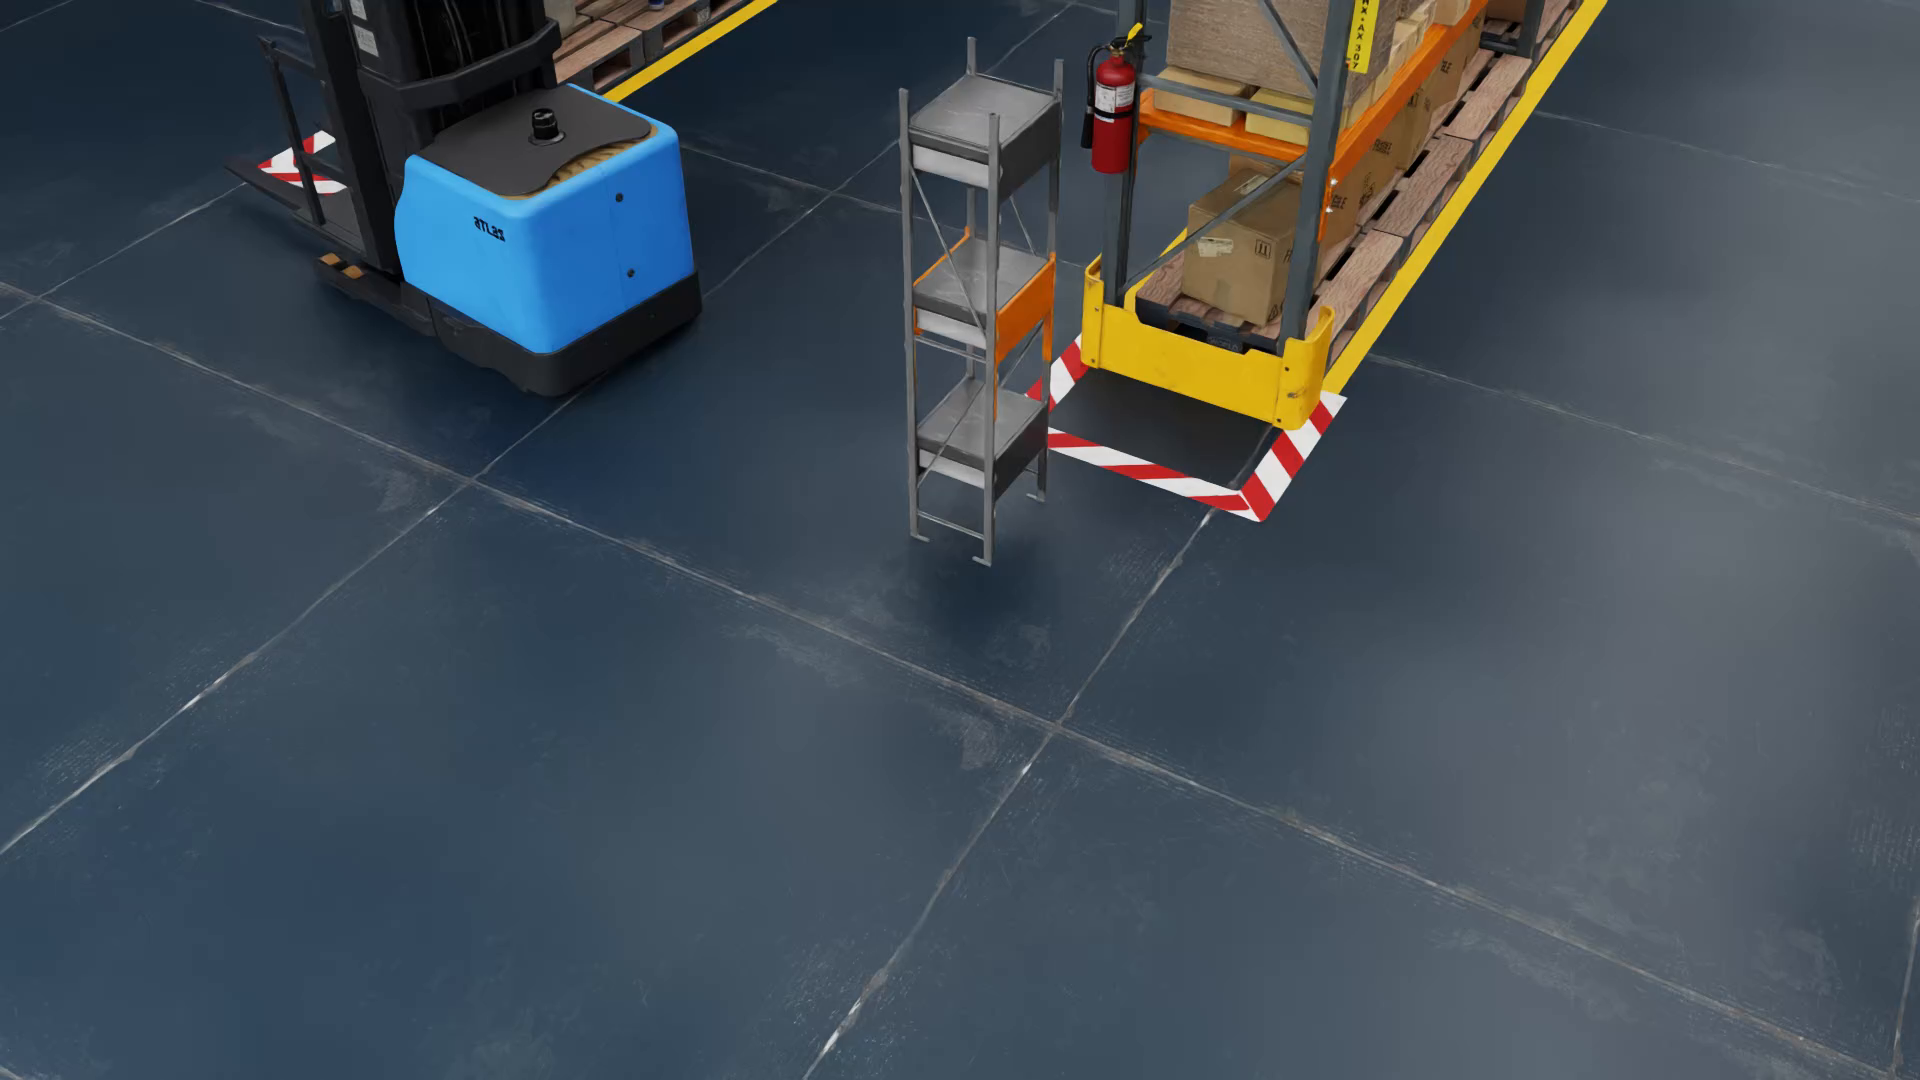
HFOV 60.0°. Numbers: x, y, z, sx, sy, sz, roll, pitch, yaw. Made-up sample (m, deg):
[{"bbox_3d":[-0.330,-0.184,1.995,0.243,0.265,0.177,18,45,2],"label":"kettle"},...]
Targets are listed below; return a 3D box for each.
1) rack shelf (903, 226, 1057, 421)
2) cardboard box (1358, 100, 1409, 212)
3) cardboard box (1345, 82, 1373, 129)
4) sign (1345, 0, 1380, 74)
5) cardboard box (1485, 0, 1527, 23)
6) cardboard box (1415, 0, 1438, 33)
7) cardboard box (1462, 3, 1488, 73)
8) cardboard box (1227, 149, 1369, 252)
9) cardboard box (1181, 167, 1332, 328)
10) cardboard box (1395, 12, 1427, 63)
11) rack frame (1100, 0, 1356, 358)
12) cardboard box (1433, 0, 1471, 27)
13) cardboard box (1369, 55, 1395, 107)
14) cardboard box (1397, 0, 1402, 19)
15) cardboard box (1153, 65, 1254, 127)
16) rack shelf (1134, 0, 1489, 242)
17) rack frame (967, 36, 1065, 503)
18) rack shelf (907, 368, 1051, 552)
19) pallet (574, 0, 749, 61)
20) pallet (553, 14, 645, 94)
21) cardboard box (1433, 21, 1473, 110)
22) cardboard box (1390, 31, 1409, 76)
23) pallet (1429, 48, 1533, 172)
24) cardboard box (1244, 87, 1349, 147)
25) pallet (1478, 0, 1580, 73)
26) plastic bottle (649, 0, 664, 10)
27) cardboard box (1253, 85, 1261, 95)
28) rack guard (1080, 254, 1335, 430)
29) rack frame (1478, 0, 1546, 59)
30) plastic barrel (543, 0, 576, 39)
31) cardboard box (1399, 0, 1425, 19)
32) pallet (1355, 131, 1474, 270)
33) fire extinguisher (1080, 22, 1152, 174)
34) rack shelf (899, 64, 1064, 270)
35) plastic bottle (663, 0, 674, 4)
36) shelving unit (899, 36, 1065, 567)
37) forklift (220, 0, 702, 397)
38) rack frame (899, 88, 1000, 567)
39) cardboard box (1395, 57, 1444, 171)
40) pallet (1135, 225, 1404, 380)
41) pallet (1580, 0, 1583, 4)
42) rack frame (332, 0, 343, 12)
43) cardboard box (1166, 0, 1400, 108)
[{"bbox_3d":[0.083,-0.872,6.673,0.431,0.518,0.480,21,45,22],"label":"rack shelf"},{"bbox_3d":[2.054,-2.151,8.997,0.500,0.500,0.500,25,47,26],"label":"cardboard box"},{"bbox_3d":[1.619,-2.001,7.443,0.380,0.149,0.250,21,45,22],"label":"cardboard box"},{"bbox_3d":[1.598,-2.020,6.619,0.100,0.325,0.005,21,45,22],"label":"sign"},{"bbox_3d":[3.455,-3.735,10.780,0.700,0.500,0.500,18,44,19],"label":"cardboard box"},{"bbox_3d":[2.097,-2.582,8.102,0.380,0.149,0.250,21,45,22],"label":"cardboard box"},{"bbox_3d":[2.895,-3.167,10.151,0.500,0.500,0.500,20,45,21],"label":"cardboard box"},{"bbox_3d":[1.724,-1.799,8.597,0.500,0.500,0.500,-33,51,-32],"label":"cardboard box"},{"bbox_3d":[1.455,-1.446,8.196,0.500,0.500,0.500,30,49,29],"label":"cardboard box"},{"bbox_3d":[1.995,-2.430,7.930,0.380,0.149,0.250,21,45,22],"label":"cardboard box"},{"bbox_3d":[1.128,-1.875,7.109,1.000,3.000,0.127,21,45,22],"label":"rack frame"},{"bbox_3d":[2.311,-2.691,8.226,0.380,0.149,0.250,21,45,22],"label":"cardboard box"},{"bbox_3d":[1.757,-2.139,7.600,0.380,0.149,0.250,21,45,22],"label":"cardboard box"},{"bbox_3d":[1.573,-2.655,7.695,0.875,0.500,0.500,21,45,22],"label":"cardboard box"},{"bbox_3d":[1.092,-2.012,7.455,0.380,0.149,0.250,21,45,22],"label":"cardboard box"},{"bbox_3d":[2.129,-2.749,8.646,1.077,0.370,4.000,21,45,22],"label":"rack shelf"},{"bbox_3d":[0.205,-1.022,6.822,0.400,2.100,0.015,21,45,22],"label":"rack frame"},{"bbox_3d":[0.083,-0.347,7.135,0.431,0.518,0.480,21,45,22],"label":"rack shelf"},{"bbox_3d":[-2.141,-3.684,11.273,1.003,0.211,1.213,21,45,22],"label":"pallet"},{"bbox_3d":[-2.752,-2.988,10.484,1.003,0.211,1.213,21,45,22],"label":"pallet"},{"bbox_3d":[2.615,-2.837,9.776,0.500,0.500,0.500,-30,50,-30],"label":"cardboard box"},{"bbox_3d":[1.864,-2.289,7.770,0.380,0.149,0.250,21,45,22],"label":"cardboard box"},{"bbox_3d":[2.824,-2.721,10.180,1.003,0.211,1.213,21,45,22],"label":"pallet"},{"bbox_3d":[1.477,-1.865,7.288,0.380,0.149,0.250,21,45,22],"label":"cardboard box"},{"bbox_3d":[3.518,-3.563,11.136,1.003,0.211,1.213,21,45,22],"label":"pallet"},{"bbox_3d":[-1.983,-3.588,10.786,0.097,0.271,0.097,0,41,0],"label":"plastic bottle"},{"bbox_3d":[1.217,-2.154,7.617,0.380,0.149,0.250,21,45,22],"label":"cardboard box"},{"bbox_3d":[1.166,-0.980,7.985,1.175,0.500,0.348,21,45,22],"label":"rack guard"},{"bbox_3d":[3.129,-4.163,9.708,1.000,3.000,0.127,21,45,22],"label":"rack frame"},{"bbox_3d":[-2.646,-3.425,10.435,0.421,0.512,0.421,0,41,0],"label":"plastic barrel"},{"bbox_3d":[1.861,-2.927,8.003,0.875,0.500,0.500,21,45,22],"label":"cardboard box"},{"bbox_3d":[2.214,-2.020,9.384,1.003,0.211,1.213,21,45,22],"label":"pallet"},{"bbox_3d":[0.672,-1.932,7.233,0.296,0.674,0.183,21,45,22],"label":"fire extinguisher"},{"bbox_3d":[0.083,-1.398,6.210,0.431,0.518,0.480,21,45,22],"label":"rack shelf"},{"bbox_3d":[-1.932,-3.621,10.877,0.097,0.201,0.097,0,41,0],"label":"plastic bottle"},{"bbox_3d":[0.083,-0.883,6.664,0.431,2.100,0.503,21,45,22],"label":"shelving unit"},{"bbox_3d":[-2.775,-2.601,7.986,3.031,2.935,1.130,28,49,28],"label":"forklift"},{"bbox_3d":[-0.039,-0.743,6.505,0.400,2.100,0.015,21,45,22],"label":"rack frame"},{"bbox_3d":[2.372,-2.456,9.343,0.500,0.500,0.500,17,44,18],"label":"cardboard box"},{"bbox_3d":[1.603,-1.325,8.595,1.003,0.211,1.213,21,45,22],"label":"pallet"},{"bbox_3d":[4.127,-4.264,11.932,1.003,0.211,1.213,21,45,22],"label":"pallet"},{"bbox_3d":[-3.160,-3.513,8.969,1.000,3.000,0.127,21,45,22],"label":"rack frame"},{"bbox_3d":[1.427,-2.329,7.325,0.875,0.500,0.500,21,45,22],"label":"cardboard box"}]
